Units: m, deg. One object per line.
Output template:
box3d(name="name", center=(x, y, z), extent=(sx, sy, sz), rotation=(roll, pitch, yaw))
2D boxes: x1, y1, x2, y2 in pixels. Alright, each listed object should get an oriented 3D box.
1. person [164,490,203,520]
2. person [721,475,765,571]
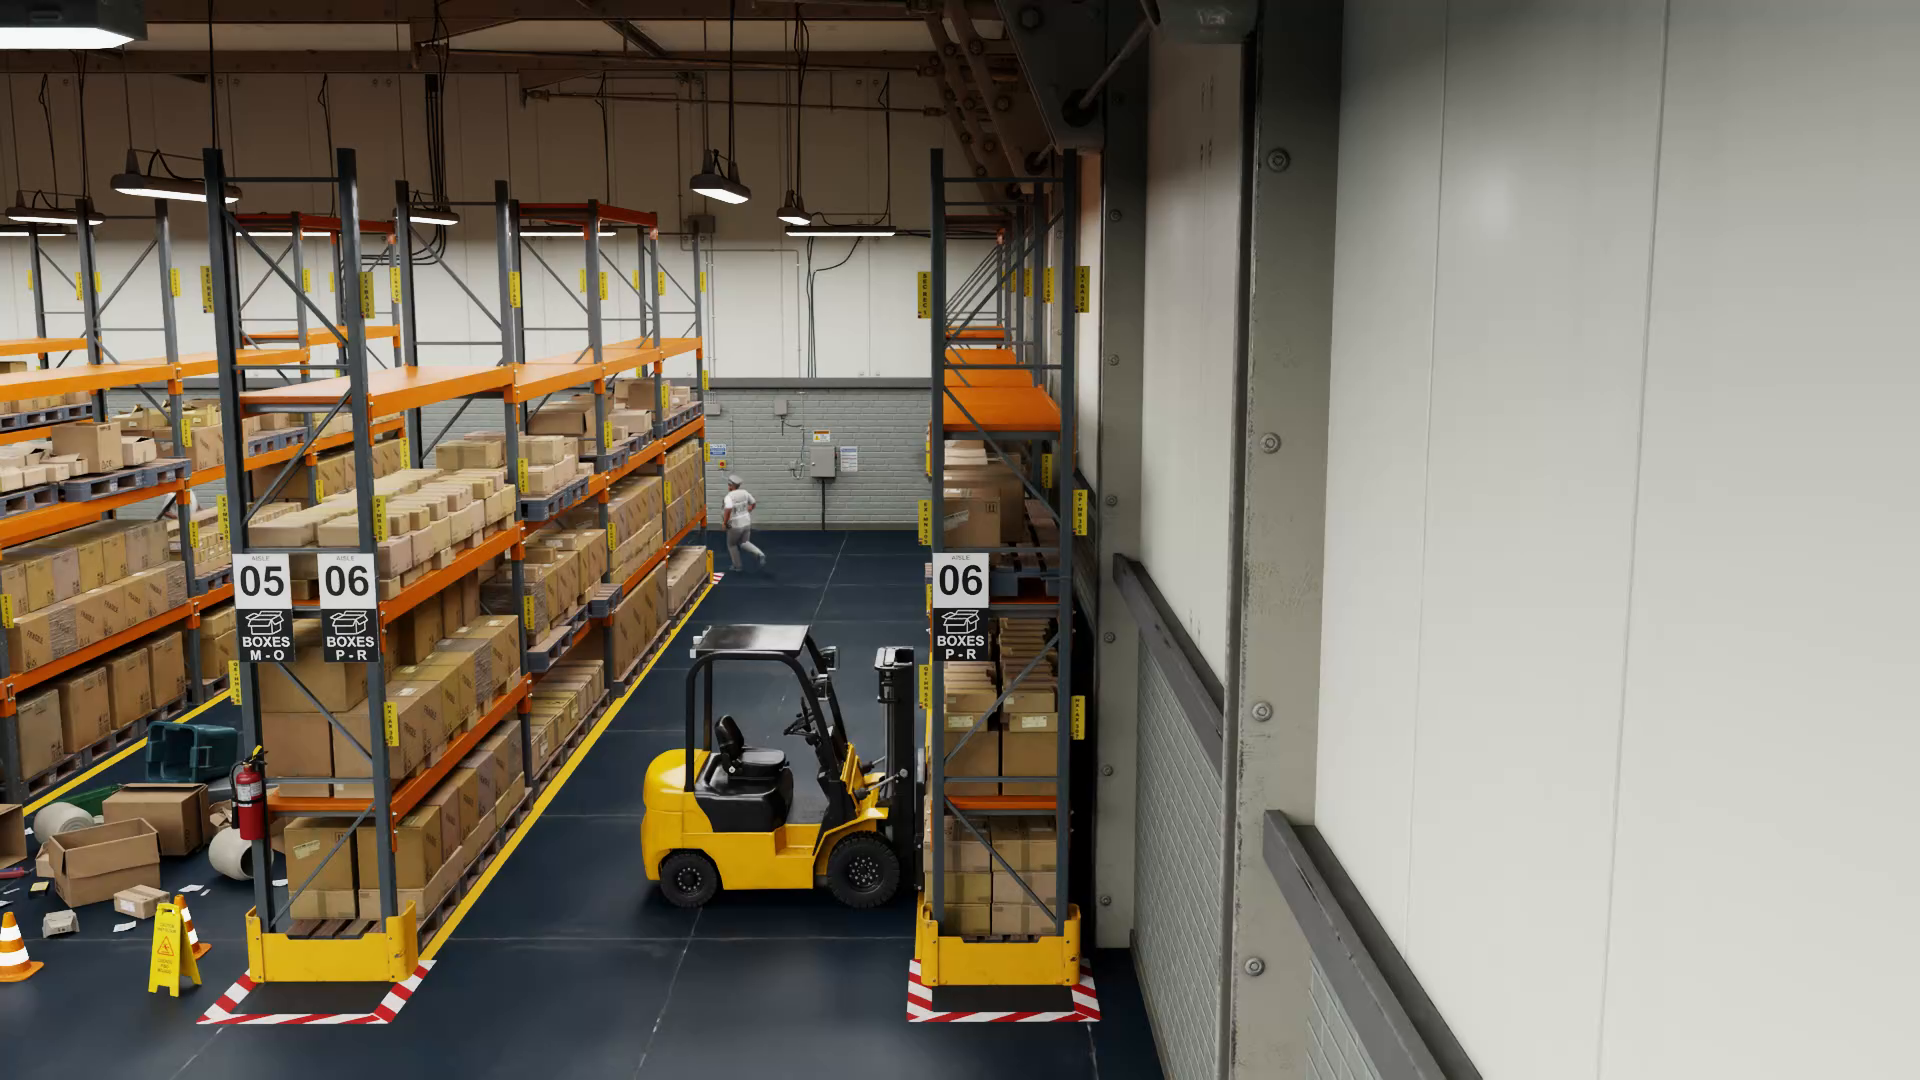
box3d(name="person", center=(-13.453, -0.270, 28.842), extent=(0.591, 1.705, 0.667), rotation=(4, 10, 22))
box3d(name="person", center=(-3.854, -0.271, 28.720), extent=(0.837, 1.727, 0.719), rotation=(8, 12, 40))
